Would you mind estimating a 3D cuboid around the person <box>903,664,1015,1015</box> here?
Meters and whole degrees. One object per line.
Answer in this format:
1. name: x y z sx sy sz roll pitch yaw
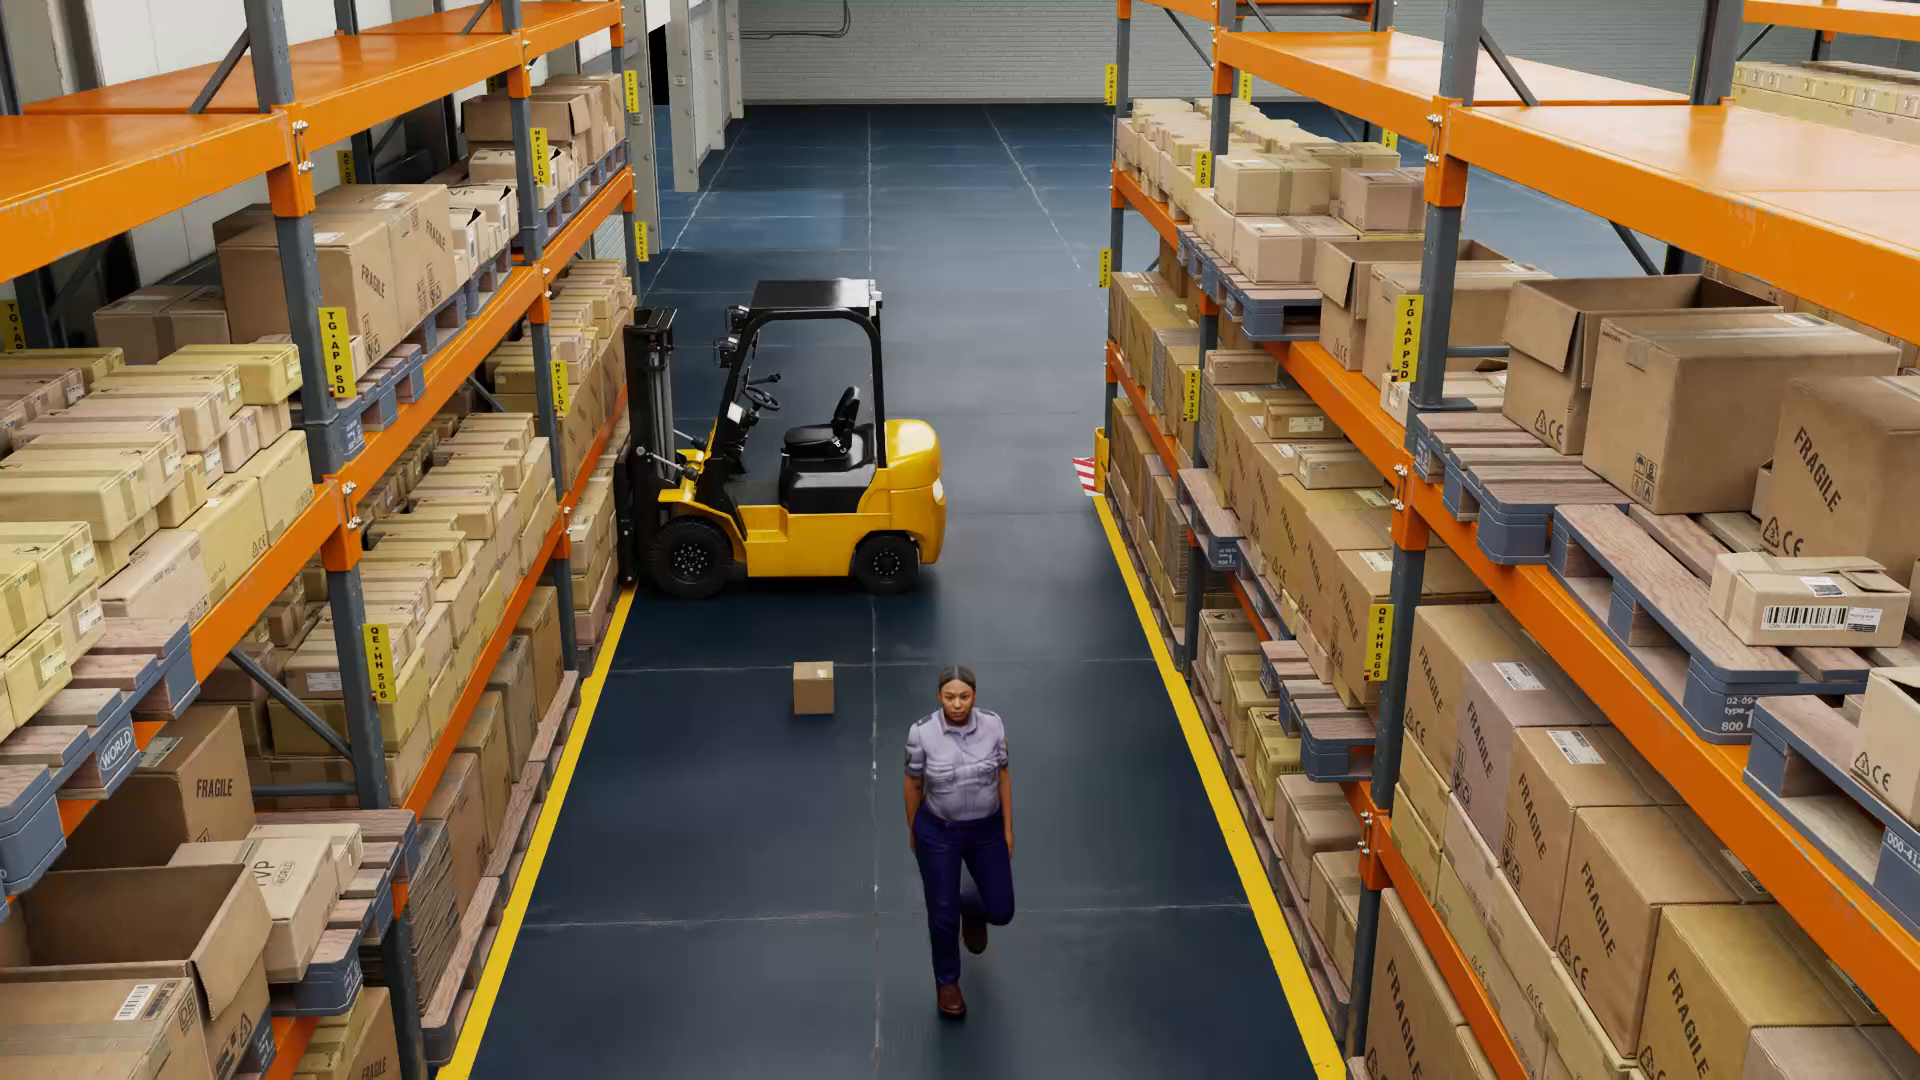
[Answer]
1. person: -0.003 1.309 7.531 0.491 1.635 0.541 -5 21 -12
